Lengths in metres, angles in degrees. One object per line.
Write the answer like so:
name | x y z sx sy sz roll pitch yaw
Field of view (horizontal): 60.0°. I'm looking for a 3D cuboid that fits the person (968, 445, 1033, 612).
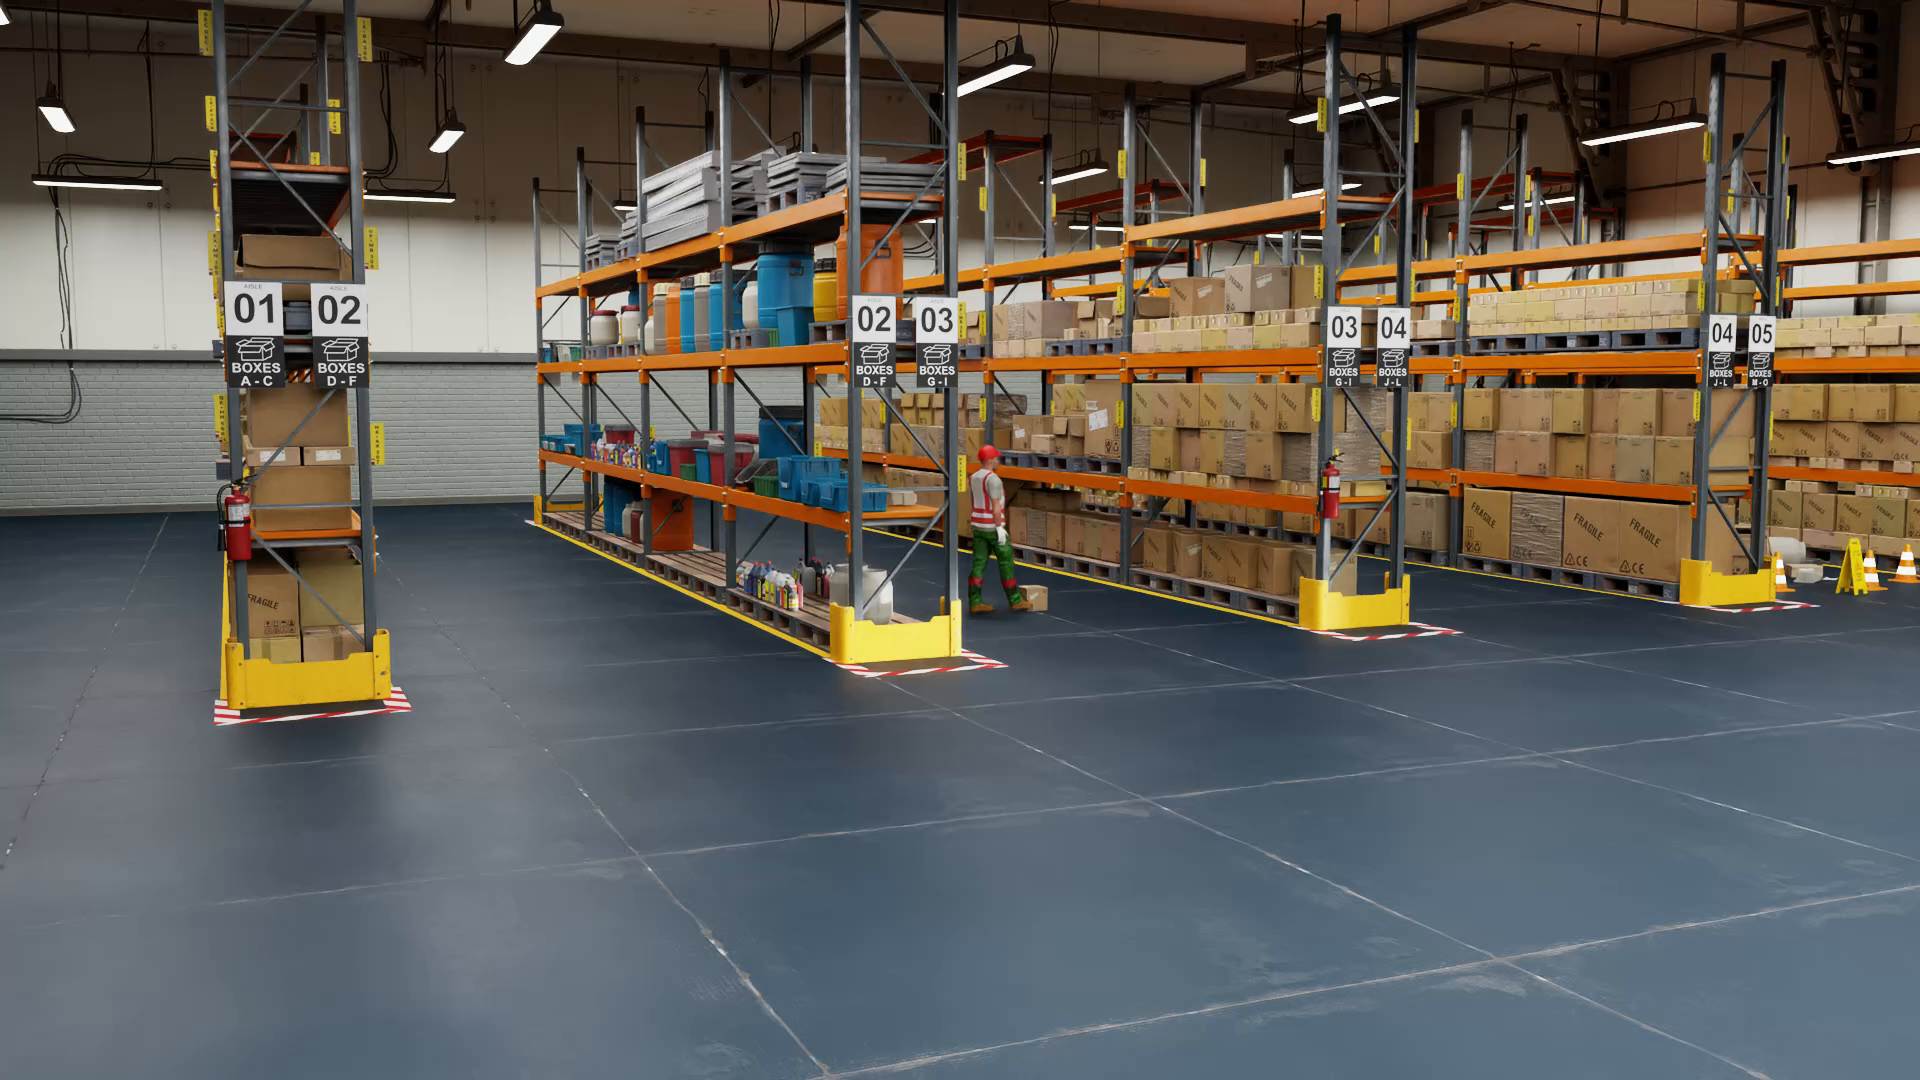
person | 0.420 -0.132 17.845 0.718 1.780 0.555 -4 7 -37
